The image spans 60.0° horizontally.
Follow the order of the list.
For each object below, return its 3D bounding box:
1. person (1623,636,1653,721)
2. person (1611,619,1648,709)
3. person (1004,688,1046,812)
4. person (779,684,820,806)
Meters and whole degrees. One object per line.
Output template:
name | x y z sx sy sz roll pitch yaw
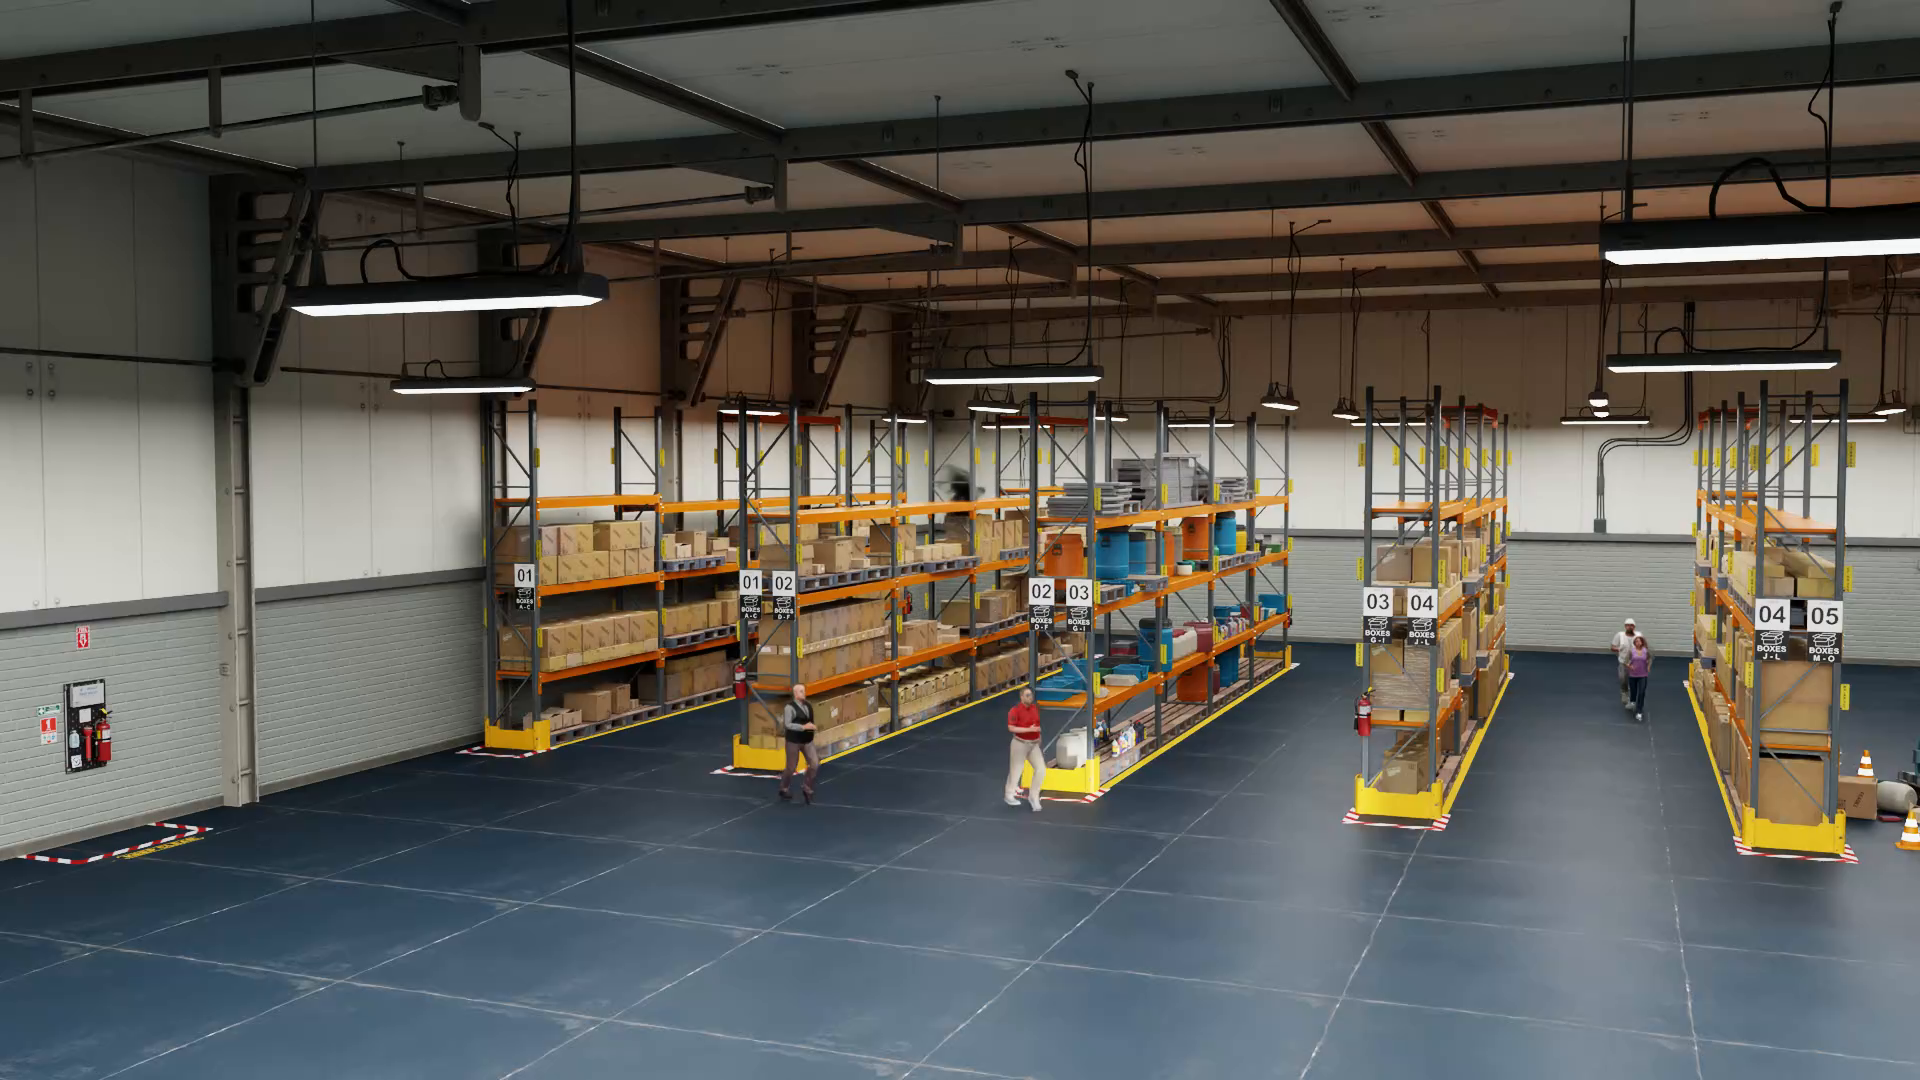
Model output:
person | 13.022 2.632 31.936 0.538 1.591 0.839 1 3 16
person | 13.362 2.443 33.219 0.685 1.765 0.984 1 3 22
person | 0.941 2.986 23.633 0.659 1.783 0.756 -2 3 -32
person | -2.313 2.962 24.023 0.620 1.771 0.827 -3 4 -42
